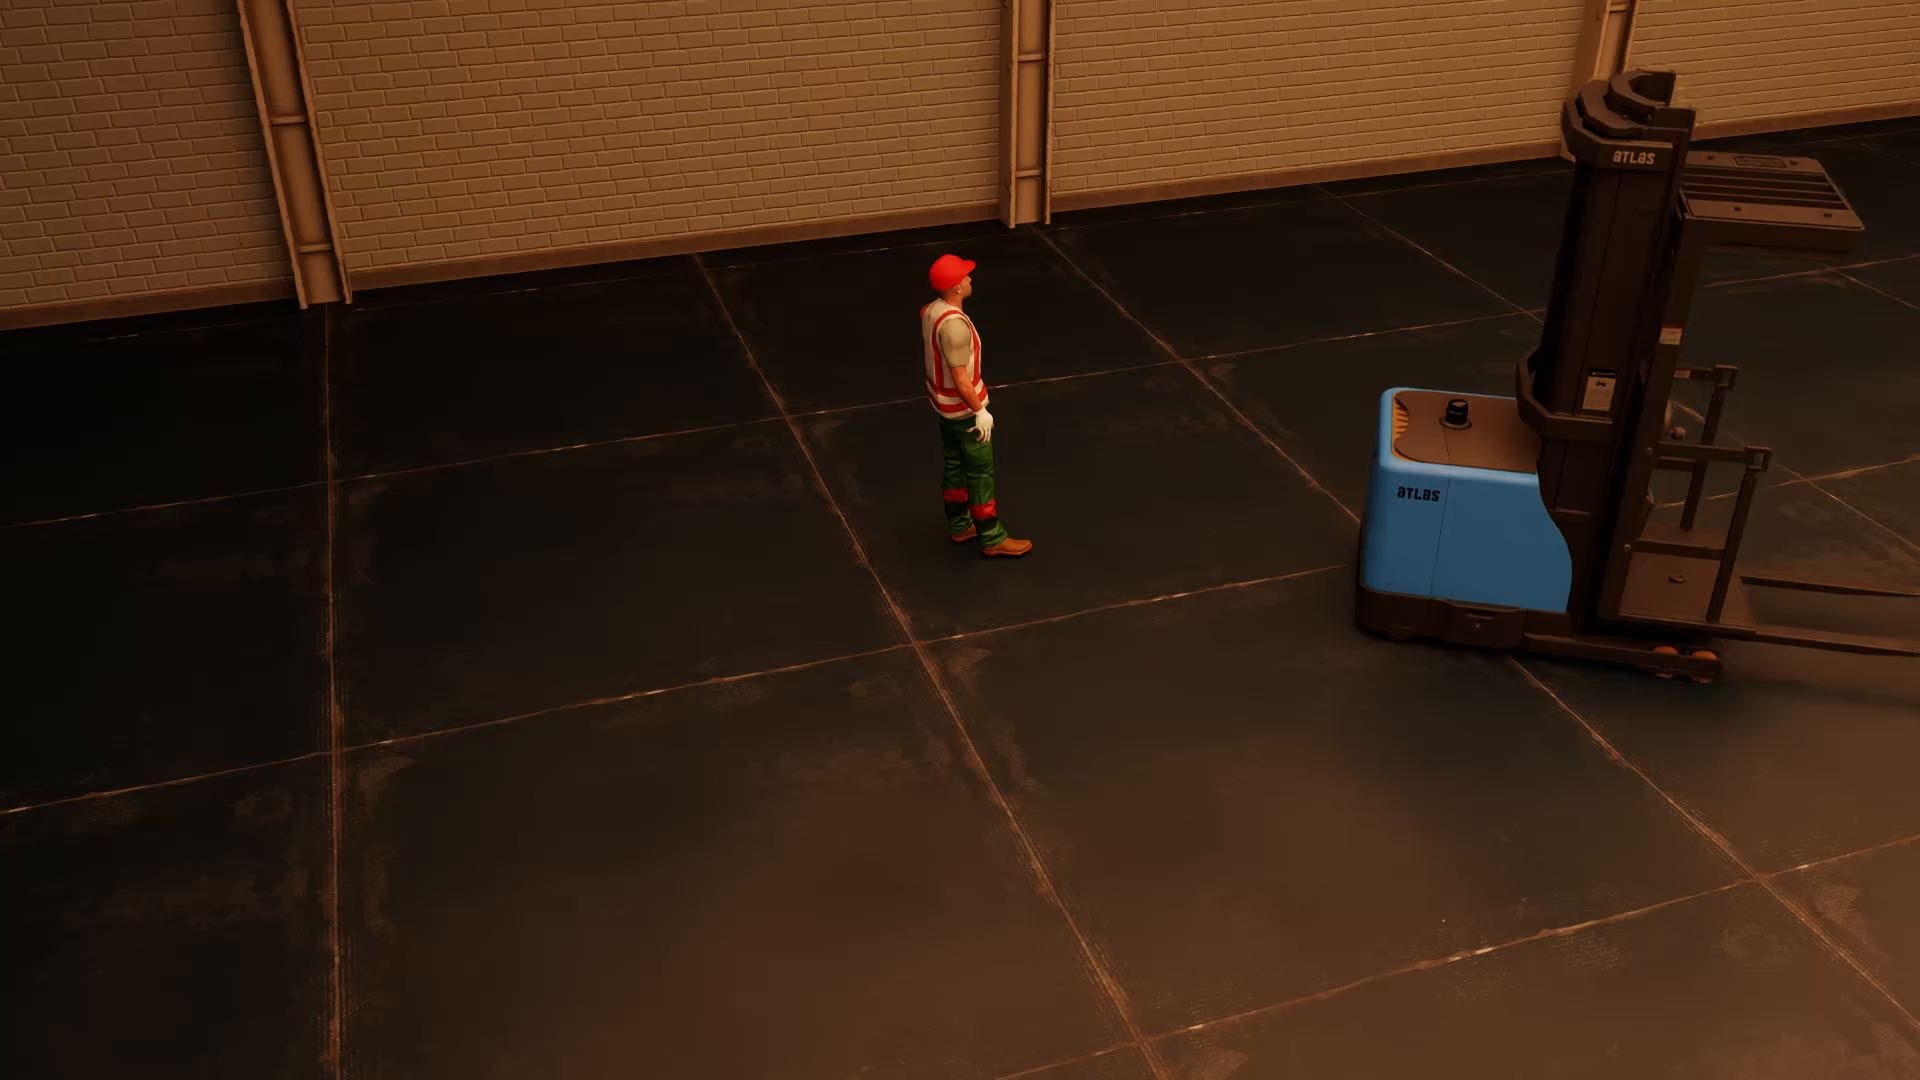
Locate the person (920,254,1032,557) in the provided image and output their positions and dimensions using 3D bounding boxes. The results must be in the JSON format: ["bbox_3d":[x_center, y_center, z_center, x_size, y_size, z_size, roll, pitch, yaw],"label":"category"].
[{"bbox_3d":[0.080,-0.789,9.589,0.562,1.790,0.637,-10,31,-16],"label":"person"}]

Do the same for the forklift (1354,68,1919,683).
[{"bbox_3d":[3.738,-0.813,8.501,3.031,2.935,1.130,7,31,11],"label":"forklift"}]
